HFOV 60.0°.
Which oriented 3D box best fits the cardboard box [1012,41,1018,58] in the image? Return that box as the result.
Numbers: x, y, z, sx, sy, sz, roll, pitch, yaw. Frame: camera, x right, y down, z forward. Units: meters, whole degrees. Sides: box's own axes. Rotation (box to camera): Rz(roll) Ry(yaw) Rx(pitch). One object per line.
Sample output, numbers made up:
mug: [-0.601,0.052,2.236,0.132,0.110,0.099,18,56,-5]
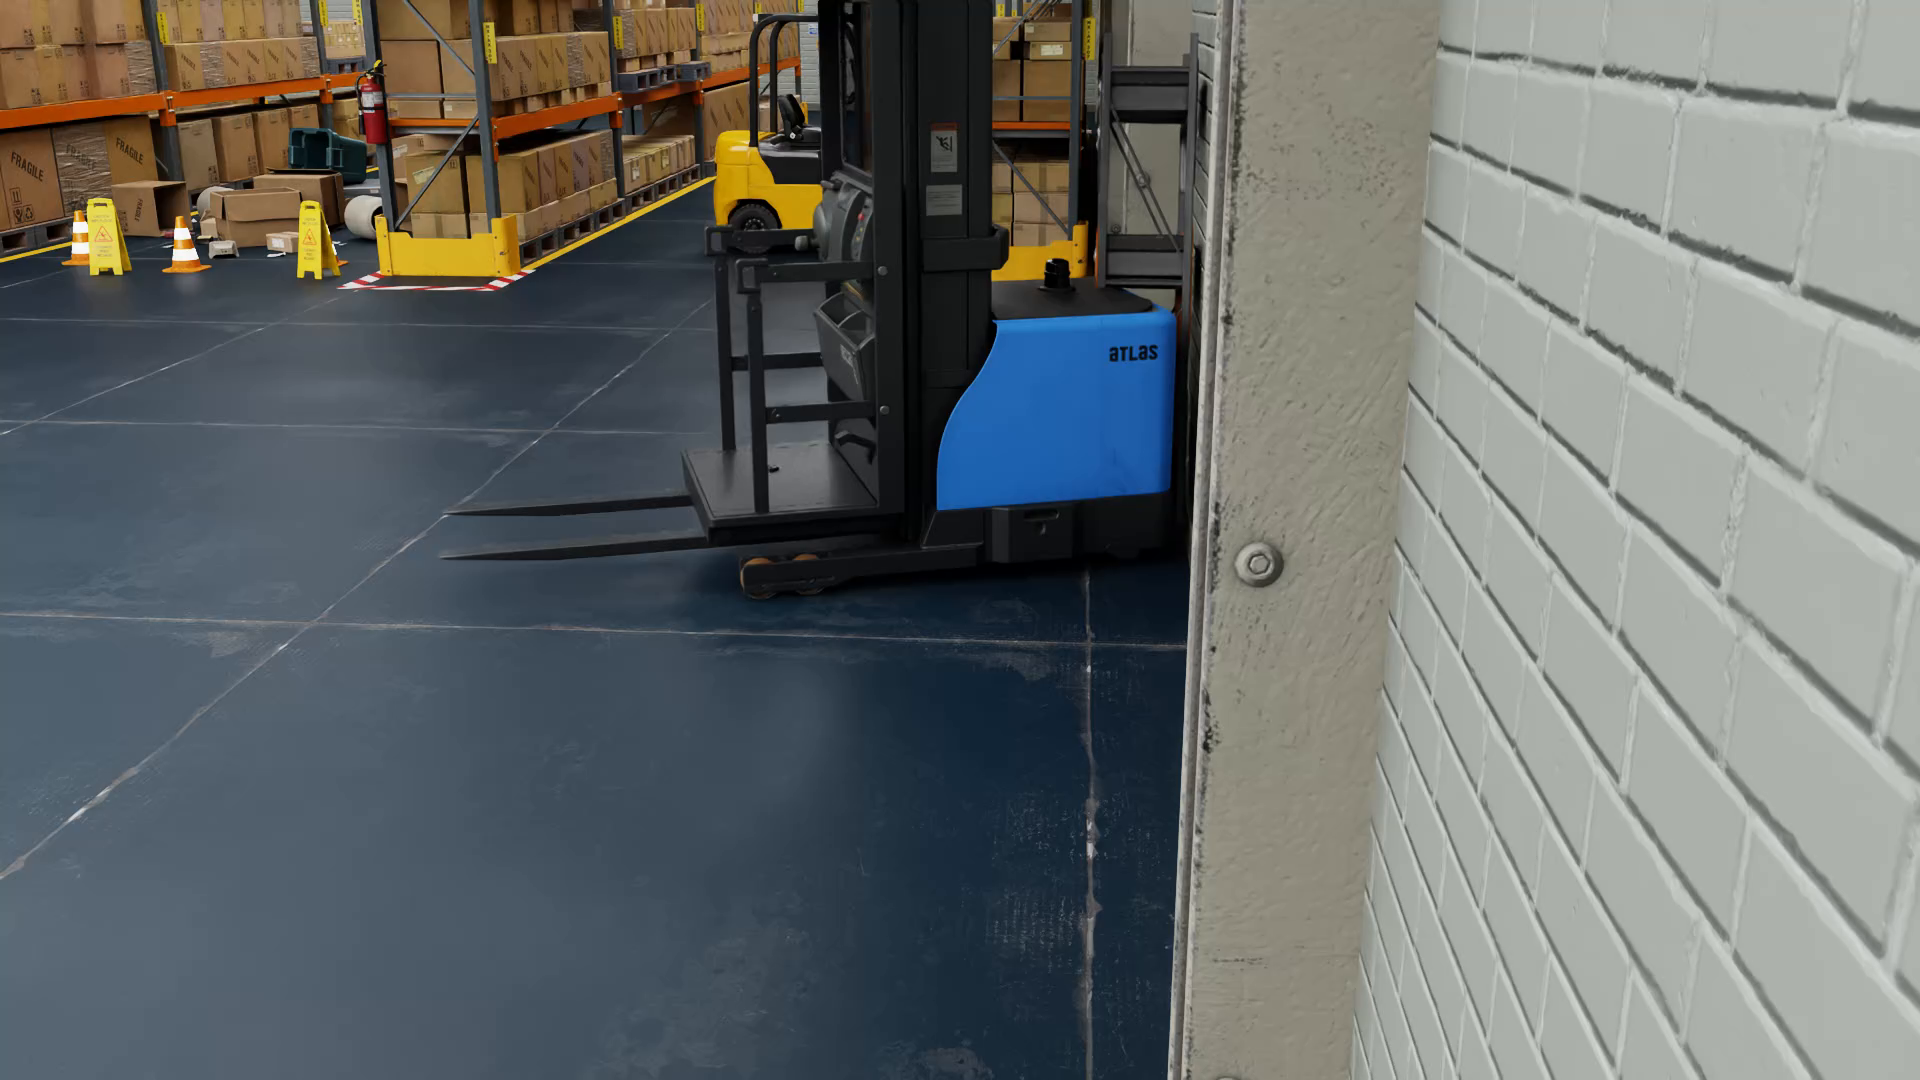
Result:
cardboard box: [0.306,-4.258,14.399,0.380,0.149,0.250,2,18,5]

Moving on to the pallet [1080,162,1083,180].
pallet: [1.157,-5.020,22.404,1.003,0.211,1.213,1,18,4]

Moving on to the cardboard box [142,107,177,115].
cardboard box: [-13.356,-7.080,26.951,0.875,0.875,0.875,1,18,4]

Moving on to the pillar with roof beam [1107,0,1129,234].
pillar with roof beam: [-2.853,-6.772,13.640,9.100,9.000,0.400,1,18,4]

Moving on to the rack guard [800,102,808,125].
rack guard: [-3.310,-7.528,29.594,1.175,0.500,0.348,1,18,4]

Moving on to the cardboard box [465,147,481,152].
cardboard box: [-4.628,-3.405,15.535,0.500,0.500,0.500,2,18,6]

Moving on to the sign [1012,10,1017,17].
sign: [0.811,-7.777,24.951,0.100,0.325,0.005,1,18,4]

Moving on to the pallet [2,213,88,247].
pallet: [-9.334,-3.121,16.609,1.003,0.211,1.213,1,18,4]

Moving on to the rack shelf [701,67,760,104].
rack shelf: [-3.742,-6.503,23.607,1.077,0.370,4.000,1,18,4]

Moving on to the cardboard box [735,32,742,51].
cardboard box: [-3.447,-7.173,23.936,0.500,0.250,0.500,2,18,5]

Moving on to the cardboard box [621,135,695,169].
cardboard box: [-3.936,-4.999,21.408,0.950,0.372,0.625,0,18,0]

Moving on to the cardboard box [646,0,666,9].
cardboard box: [-3.721,-6.406,19.801,0.380,0.149,0.250,0,18,1]

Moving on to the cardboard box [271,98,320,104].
cardboard box: [-9.043,-5.889,22.714,0.500,0.250,0.500,1,18,3]

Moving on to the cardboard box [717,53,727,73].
cardboard box: [-3.537,-6.621,23.054,0.500,0.250,0.500,2,18,6]

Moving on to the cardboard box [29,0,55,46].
cardboard box: [-9.307,-5.028,15.976,0.875,0.550,0.500,1,18,4]

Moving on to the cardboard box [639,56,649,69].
cardboard box: [-3.787,-5.472,19.035,0.380,0.149,0.250,2,18,5]

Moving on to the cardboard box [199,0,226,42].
cardboard box: [-9.016,-6.054,19.316,0.700,0.500,0.500,1,18,4]

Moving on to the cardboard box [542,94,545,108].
cardboard box: [-4.116,-4.122,15.589,0.380,0.149,0.250,2,18,6]

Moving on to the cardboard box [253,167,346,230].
cardboard box: [-6.800,-3.510,17.108,0.797,0.637,0.503,1,18,4]

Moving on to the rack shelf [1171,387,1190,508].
rack shelf: [0.799,-0.428,7.508,0.431,0.518,0.480,1,7,4]

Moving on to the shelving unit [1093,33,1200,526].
shelving unit: [0.811,-1.137,7.426,0.431,2.100,0.503,1,7,4]

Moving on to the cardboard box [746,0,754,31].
cardboard box: [-3.380,-7.844,24.779,0.500,0.500,0.500,2,18,6]

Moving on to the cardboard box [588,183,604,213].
cardboard box: [-3.975,-3.519,17.087,0.500,0.250,0.500,1,18,2]

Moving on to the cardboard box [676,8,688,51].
cardboard box: [-3.667,-6.304,20.531,0.500,0.500,0.500,1,18,3]

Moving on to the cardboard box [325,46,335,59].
cardboard box: [-8.597,-6.517,22.225,0.380,0.149,0.250,1,18,3]

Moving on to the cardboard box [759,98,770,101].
cardboard box: [-3.317,-7.199,28.015,0.875,0.438,0.875,2,18,5]

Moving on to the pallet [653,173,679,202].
pallet: [-4.033,-4.278,20.140,1.003,0.211,1.213,1,18,4]

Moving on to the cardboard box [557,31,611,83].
cardboard box: [-3.956,-5.027,17.308,0.500,0.500,0.500,1,18,3]

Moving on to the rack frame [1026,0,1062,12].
rack frame: [1.639,-8.599,28.847,1.000,3.000,0.127,1,18,4]

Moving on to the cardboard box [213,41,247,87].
cardboard box: [-8.737,-5.577,19.466,0.500,0.500,0.500,1,18,4]

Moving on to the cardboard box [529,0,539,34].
cardboard box: [-4.542,-5.200,16.231,0.700,0.500,0.500,1,18,3]

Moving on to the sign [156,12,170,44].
sign: [-8.563,-5.498,17.866,0.100,0.325,0.005,1,18,4]

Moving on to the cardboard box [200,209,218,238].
cardboard box: [-7.403,-3.186,16.720,0.396,0.266,0.258,4,19,13]

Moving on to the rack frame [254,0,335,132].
rack frame: [-8.830,-6.303,21.841,1.000,3.000,0.127,1,18,4]

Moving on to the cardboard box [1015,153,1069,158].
cardboard box: [0.748,-3.298,14.805,0.500,0.250,0.500,1,18,4]

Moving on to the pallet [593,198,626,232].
pallet: [-4.185,-3.447,17.603,1.003,0.211,1.213,1,18,4]

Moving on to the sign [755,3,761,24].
sign: [-3.057,-7.969,25.195,0.100,0.325,0.005,1,18,4]

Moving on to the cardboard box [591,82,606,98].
cardboard box: [-3.902,-4.678,17.285,0.380,0.149,0.250,2,18,5]

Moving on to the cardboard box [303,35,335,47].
cardboard box: [-8.595,-6.670,22.212,0.380,0.149,0.250,2,18,6]

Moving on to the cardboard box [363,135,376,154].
cardboard box: [-8.492,-5.685,23.294,0.500,0.500,0.500,1,18,5]

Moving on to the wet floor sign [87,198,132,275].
wet floor sign: [-7.431,-2.646,14.462,0.267,0.644,0.232,-2,18,-6]

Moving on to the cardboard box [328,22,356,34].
cardboard box: [-8.546,-7.047,22.885,0.380,0.149,0.250,1,18,2]

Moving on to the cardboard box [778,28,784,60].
cardboard box: [-3.185,-8.124,27.238,0.500,0.500,0.500,2,18,6]

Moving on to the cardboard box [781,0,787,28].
cardboard box: [-3.156,-8.759,27.572,0.500,0.500,0.500,1,18,4]

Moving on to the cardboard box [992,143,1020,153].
cardboard box: [0.315,-3.620,15.790,0.500,0.250,0.500,1,18,3]

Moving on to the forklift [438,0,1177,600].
forklift: [-0.661,-1.334,6.787,3.031,2.935,1.130,-5,19,-14]

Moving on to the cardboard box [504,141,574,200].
cardboard box: [-4.047,-3.558,16.002,0.500,0.500,0.500,2,18,5]

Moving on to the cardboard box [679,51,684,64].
cardboard box: [-3.621,-5.955,20.507,0.380,0.149,0.250,0,18,1]

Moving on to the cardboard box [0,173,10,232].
cardboard box: [-9.421,-3.220,15.171,0.875,0.875,0.875,1,18,4]
